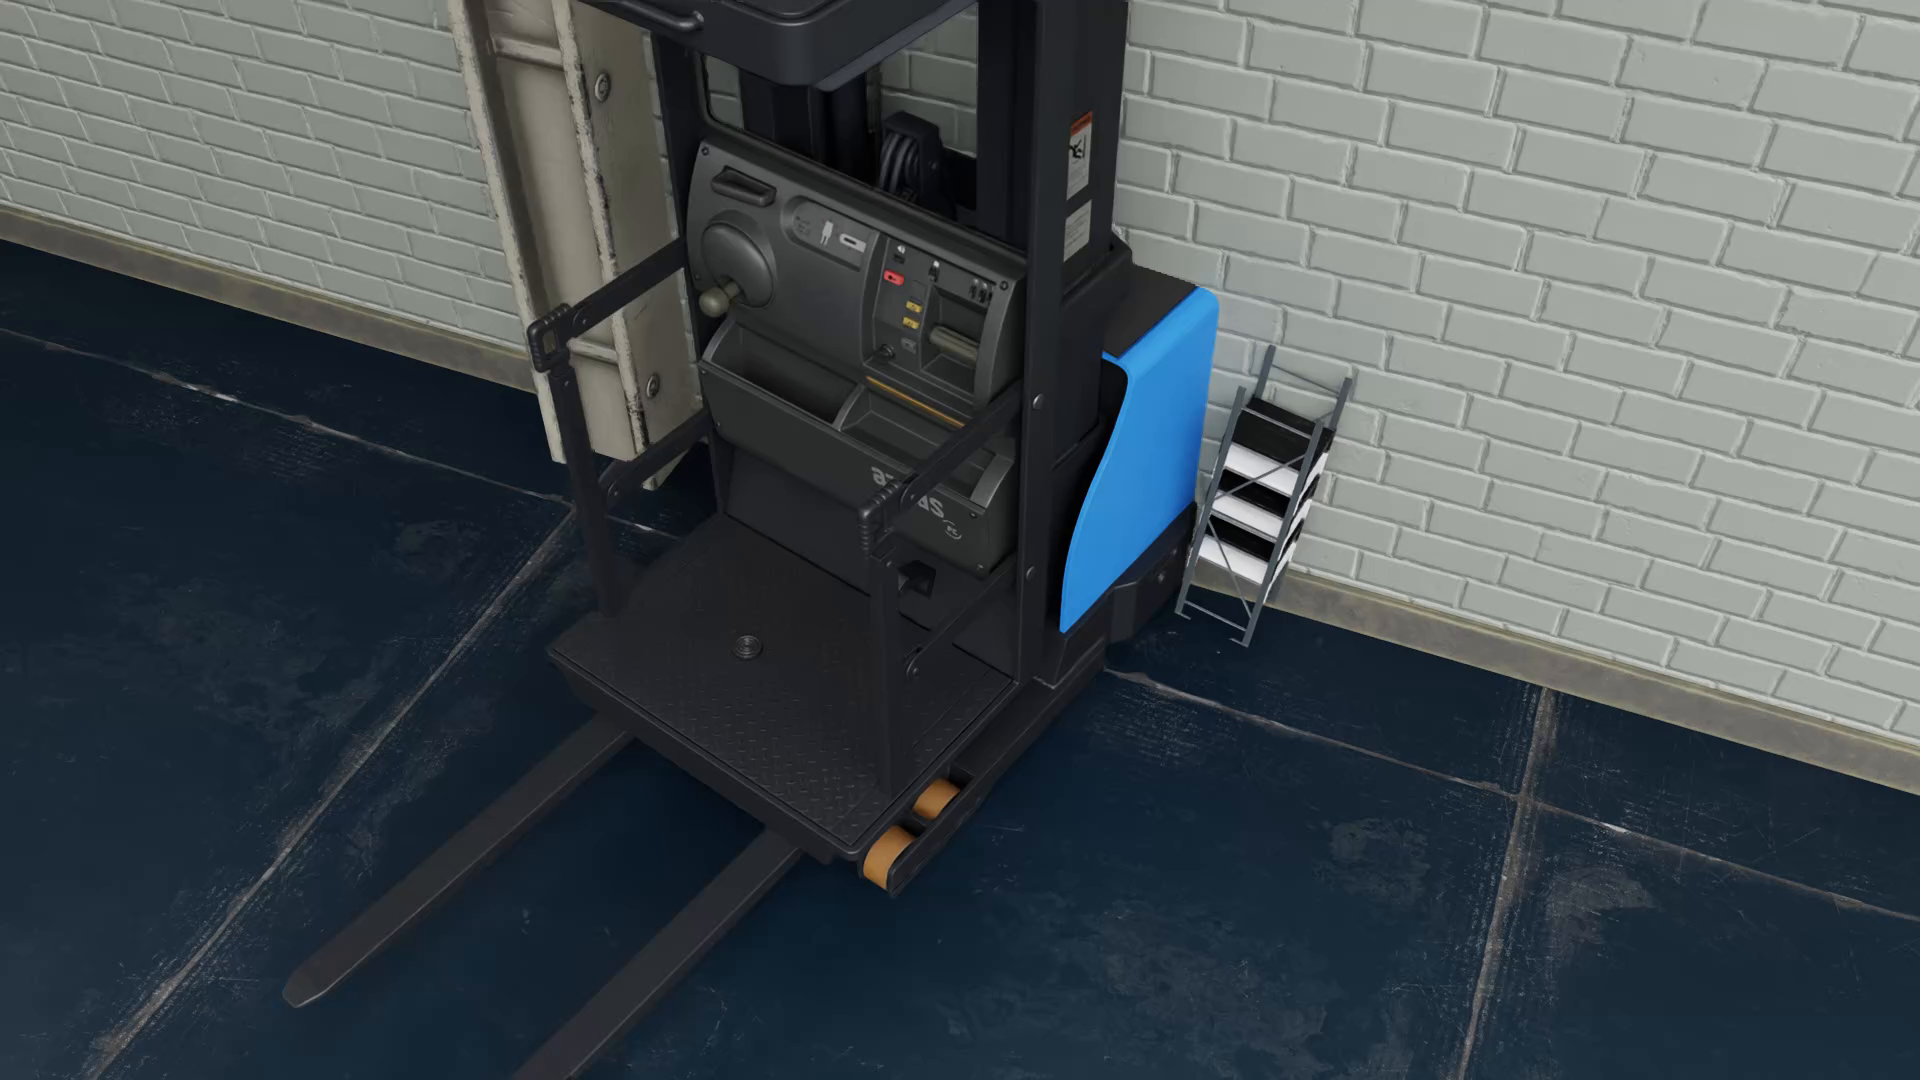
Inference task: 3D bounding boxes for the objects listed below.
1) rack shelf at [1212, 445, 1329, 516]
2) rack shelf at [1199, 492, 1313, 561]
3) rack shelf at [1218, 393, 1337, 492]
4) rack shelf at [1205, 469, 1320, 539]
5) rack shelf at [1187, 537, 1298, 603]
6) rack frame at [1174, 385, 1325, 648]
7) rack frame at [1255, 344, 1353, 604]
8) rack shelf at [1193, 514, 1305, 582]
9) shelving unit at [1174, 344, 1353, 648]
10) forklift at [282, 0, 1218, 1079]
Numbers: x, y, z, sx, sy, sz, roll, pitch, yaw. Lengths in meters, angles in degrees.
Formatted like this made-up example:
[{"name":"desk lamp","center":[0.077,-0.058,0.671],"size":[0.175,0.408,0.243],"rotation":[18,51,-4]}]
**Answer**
[{"name":"rack shelf","center":[0.848,-0.203,4.549],"size":[0.258,0.077,0.200],"rotation":[26,49,17]},{"name":"rack shelf","center":[0.832,-0.080,4.680],"size":[0.258,0.077,0.200],"rotation":[26,49,17]},{"name":"rack shelf","center":[0.856,-0.264,4.484],"size":[0.258,0.077,0.200],"rotation":[26,49,17]},{"name":"rack shelf","center":[0.840,-0.141,4.614],"size":[0.258,0.077,0.200],"rotation":[26,49,17]},{"name":"rack shelf","center":[0.815,0.042,4.811],"size":[0.258,0.077,0.200],"rotation":[26,49,17]},{"name":"rack frame","center":[0.784,-0.042,4.592],"size":[0.240,0.900,0.006],"rotation":[26,49,17]},{"name":"rack frame","center":[0.886,-0.164,4.719],"size":[0.240,0.900,0.006],"rotation":[26,49,17]},{"name":"rack shelf","center":[0.823,-0.019,4.745],"size":[0.258,0.077,0.200],"rotation":[26,49,17]},{"name":"shelving unit","center":[0.835,-0.103,4.656],"size":[0.258,0.900,0.210],"rotation":[26,49,17]},{"name":"forklift","center":[-0.397,-0.527,3.702],"size":[1.130,2.935,3.031],"rotation":[28,51,26]}]
